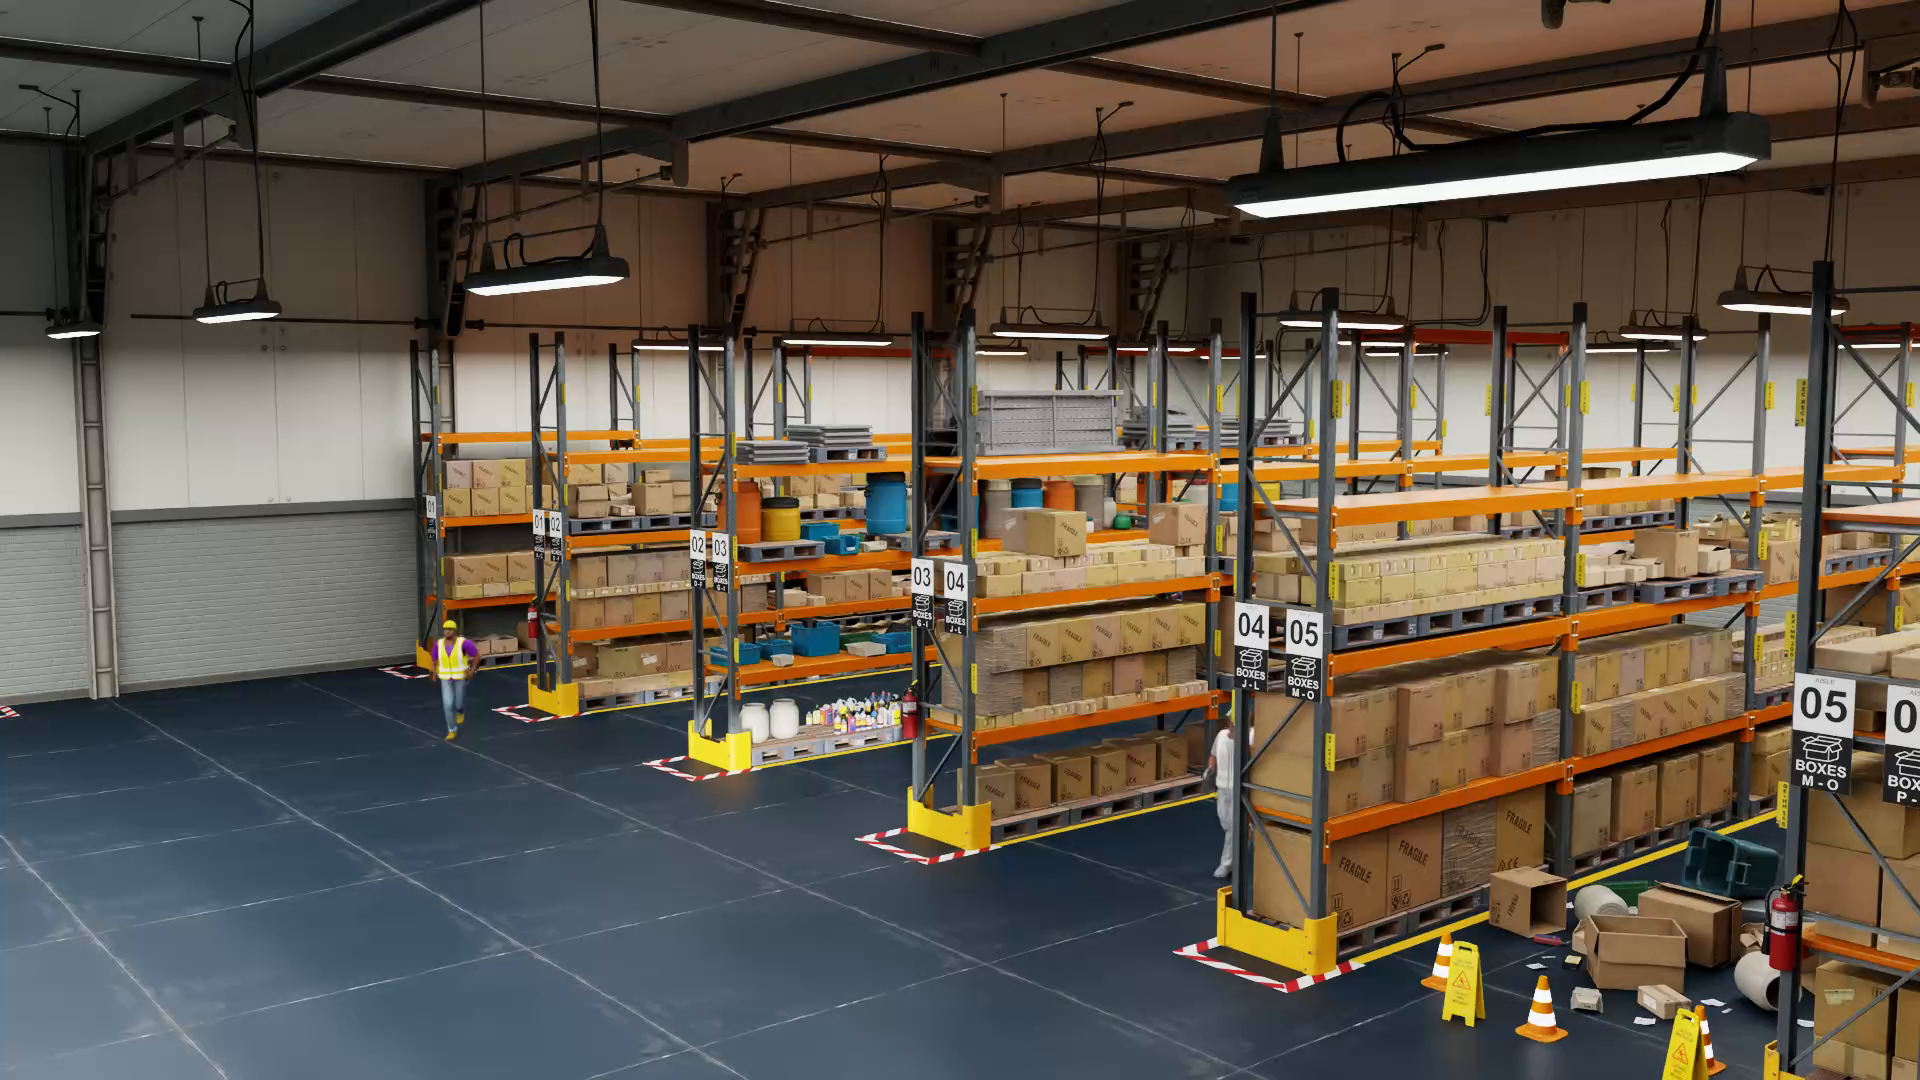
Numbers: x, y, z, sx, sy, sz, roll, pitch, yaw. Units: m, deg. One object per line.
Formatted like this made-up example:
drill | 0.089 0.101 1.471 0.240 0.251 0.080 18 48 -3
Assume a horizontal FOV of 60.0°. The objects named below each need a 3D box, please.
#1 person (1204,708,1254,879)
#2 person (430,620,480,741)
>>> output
person | 2.963 2.651 17.776 0.691 1.781 0.914 4 7 38
person | -7.443 2.038 24.530 0.713 1.751 0.679 0 5 -4
